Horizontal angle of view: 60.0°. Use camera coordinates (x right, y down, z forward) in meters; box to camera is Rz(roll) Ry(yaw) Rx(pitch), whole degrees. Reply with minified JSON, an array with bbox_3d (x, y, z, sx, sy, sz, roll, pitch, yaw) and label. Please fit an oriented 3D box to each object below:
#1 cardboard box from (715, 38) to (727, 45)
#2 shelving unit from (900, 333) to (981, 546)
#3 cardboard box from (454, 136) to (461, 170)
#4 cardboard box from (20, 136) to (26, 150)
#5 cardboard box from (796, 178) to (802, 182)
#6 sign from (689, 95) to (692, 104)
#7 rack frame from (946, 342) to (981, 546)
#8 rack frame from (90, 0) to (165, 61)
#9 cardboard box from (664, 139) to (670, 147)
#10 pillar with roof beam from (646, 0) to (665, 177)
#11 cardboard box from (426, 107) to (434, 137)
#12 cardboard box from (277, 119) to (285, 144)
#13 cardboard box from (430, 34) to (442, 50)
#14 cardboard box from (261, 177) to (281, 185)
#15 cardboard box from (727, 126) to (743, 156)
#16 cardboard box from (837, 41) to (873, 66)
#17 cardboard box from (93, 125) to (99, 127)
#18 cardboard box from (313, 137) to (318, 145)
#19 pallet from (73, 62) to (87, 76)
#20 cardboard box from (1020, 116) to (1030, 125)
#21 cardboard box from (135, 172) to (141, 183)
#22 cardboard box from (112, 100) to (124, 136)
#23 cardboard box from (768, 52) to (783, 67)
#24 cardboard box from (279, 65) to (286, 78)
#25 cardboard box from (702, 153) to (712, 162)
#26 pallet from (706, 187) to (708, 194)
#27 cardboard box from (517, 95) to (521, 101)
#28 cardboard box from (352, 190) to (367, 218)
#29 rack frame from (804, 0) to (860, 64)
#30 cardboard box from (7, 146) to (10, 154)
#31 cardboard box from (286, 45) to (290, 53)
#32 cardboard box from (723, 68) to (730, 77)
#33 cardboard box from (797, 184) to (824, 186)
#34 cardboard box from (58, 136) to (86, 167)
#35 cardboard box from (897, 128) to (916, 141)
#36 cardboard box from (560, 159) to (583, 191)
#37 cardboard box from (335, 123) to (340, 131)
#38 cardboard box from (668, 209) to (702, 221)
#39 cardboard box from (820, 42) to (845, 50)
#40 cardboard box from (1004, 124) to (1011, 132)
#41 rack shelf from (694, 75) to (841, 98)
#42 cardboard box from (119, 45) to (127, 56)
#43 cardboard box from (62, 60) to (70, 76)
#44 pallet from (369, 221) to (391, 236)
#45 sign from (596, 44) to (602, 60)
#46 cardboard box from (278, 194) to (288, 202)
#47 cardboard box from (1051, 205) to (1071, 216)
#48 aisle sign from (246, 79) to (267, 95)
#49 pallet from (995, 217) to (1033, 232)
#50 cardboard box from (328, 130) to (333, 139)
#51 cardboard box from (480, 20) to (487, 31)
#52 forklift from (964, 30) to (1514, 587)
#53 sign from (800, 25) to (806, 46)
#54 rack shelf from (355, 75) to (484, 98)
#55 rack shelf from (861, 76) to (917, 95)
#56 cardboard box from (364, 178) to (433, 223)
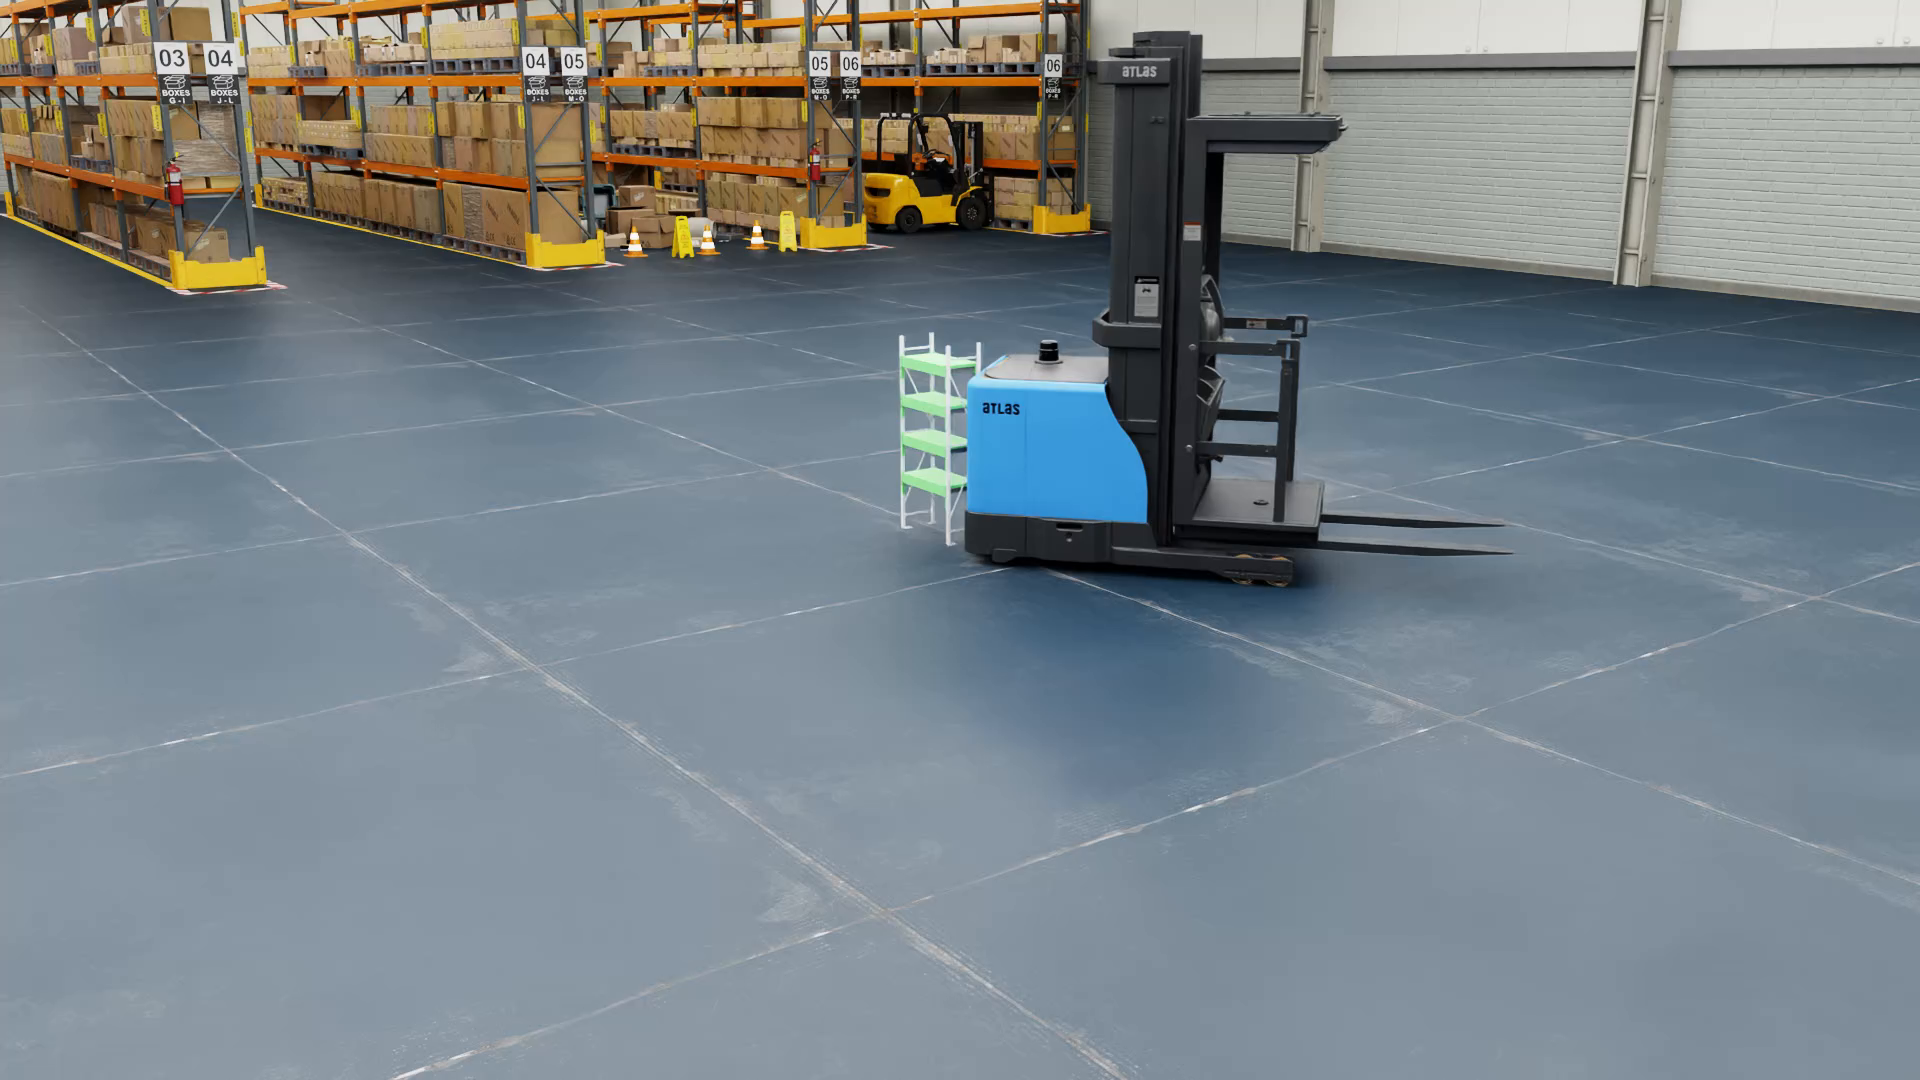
[{"bbox_3d":[-4.786,-9.437,31.734,0.500,0.250,0.500,-11,19,-36],"label":"cardboard box"},{"bbox_3d":[-0.121,-0.616,10.055,0.258,1.200,0.503,-11,19,-34],"label":"shelving unit"},{"bbox_3d":[-7.842,-6.419,27.562,0.875,0.550,0.550,-11,19,-35],"label":"cardboard box"},{"bbox_3d":[-17.964,-7.732,32.365,0.500,0.250,0.500,-10,18,-33],"label":"cardboard box"},{"bbox_3d":[-3.513,-8.115,37.982,0.500,0.500,0.500,-11,19,-35],"label":"cardboard box"},{"bbox_3d":[-7.048,-11.454,43.449,0.100,0.325,0.005,-11,19,-35],"label":"sign"},{"bbox_3d":[0.020,-0.564,9.863,0.240,1.200,0.015,-11,19,-34],"label":"rack frame"},{"bbox_3d":[-12.482,-8.682,24.753,1.000,3.000,0.127,-11,19,-35],"label":"rack frame"},{"bbox_3d":[-5.466,-7.638,31.981,0.380,0.149,0.250,-11,19,-34],"label":"cardboard box"},{"bbox_3d":[-11.847,-13.602,42.726,9.100,9.000,0.400,-11,19,-35],"label":"pillar with roof beam"},{"bbox_3d":[-8.707,-7.173,28.518,0.700,0.500,0.500,-11,19,-35],"label":"cardboard box"},{"bbox_3d":[-14.223,-8.714,35.479,0.500,0.500,0.500,-11,19,-35],"label":"cardboard box"},{"bbox_3d":[-8.349,-8.158,27.254,0.500,0.250,0.500,-11,19,-34],"label":"cardboard box"},{"bbox_3d":[-15.433,-8.049,37.282,0.380,0.149,0.250,-12,19,-37],"label":"cardboard box"},{"bbox_3d":[-3.834,-7.169,29.833,0.500,0.500,0.500,-11,19,-35],"label":"cardboard box"},{"bbox_3d":[-2.198,-10.414,35.585,0.700,0.500,0.500,-11,19,-36],"label":"cardboard box"},{"bbox_3d":[-14.075,-6.681,27.819,0.700,0.500,0.500,-8,17,-26],"label":"cardboard box"},{"bbox_3d":[-12.646,-7.951,33.125,0.380,0.149,0.250,-12,19,-37],"label":"cardboard box"},{"bbox_3d":[-13.371,-7.514,26.523,1.213,0.211,1.003,-11,19,-35],"label":"pallet"},{"bbox_3d":[1.348,-7.840,31.059,0.380,0.149,0.250,-11,19,-34],"label":"cardboard box"},{"bbox_3d":[-11.706,-5.257,24.077,0.380,0.149,0.250,-11,19,-35],"label":"cardboard box"},{"bbox_3d":[-12.128,-6.221,24.476,0.500,0.500,0.500,-11,19,-35],"label":"cardboard box"},{"bbox_3d":[-2.917,-8.168,28.276,0.500,0.250,0.500,-11,19,-35],"label":"cardboard box"},{"bbox_3d":[-13.905,-9.791,34.770,0.500,0.250,0.500,-11,19,-35],"label":"cardboard box"},{"bbox_3d":[-4.540,-7.089,30.770,0.380,0.149,0.250,-11,19,-35],"label":"cardboard box"},{"bbox_3d":[-5.560,-8.608,41.129,1.003,0.211,1.213,-11,19,-35],"label":"pallet"},{"bbox_3d":[-9.814,-10.023,37.703,0.380,0.149,0.250,-11,19,-34],"label":"cardboard box"},{"bbox_3d":[-11.361,-6.488,32.039,0.500,0.500,0.500,-11,19,-35],"label":"cardboard box"},{"bbox_3d":[-2.114,-9.367,27.252,1.000,3.000,0.127,-11,19,-35],"label":"rack frame"},{"bbox_3d":[-19.293,-7.994,34.077,0.380,0.149,0.250,-11,19,-36],"label":"cardboard box"},{"bbox_3d":[-13.683,-10.133,34.315,0.380,0.149,0.250,-10,18,-33],"label":"cardboard box"},{"bbox_3d":[-4.022,-8.388,29.835,0.380,0.149,0.250,-10,18,-33],"label":"cardboard box"},{"bbox_3d":[-2.690,-6.042,29.462,0.500,0.500,0.500,-12,19,-37],"label":"cardboard box"},{"bbox_3d":[-15.324,-6.758,28.897,0.500,0.500,0.500,-10,18,-33],"label":"cardboard box"},{"bbox_3d":[-0.948,-8.332,34.175,0.500,0.250,0.500,-11,19,-36],"label":"cardboard box"},{"bbox_3d":[-8.203,-7.901,36.493,0.875,0.875,0.875,-10,18,-33],"label":"cardboard box"},{"bbox_3d":[-11.721,-7.903,31.823,0.380,0.149,0.250,-10,18,-33],"label":"cardboard box"},{"bbox_3d":[-4.936,-5.683,29.887,0.500,0.500,0.500,1,15,4],"label":"cardboard box"},{"bbox_3d":[-2.158,-8.291,27.969,0.380,0.149,0.250,-11,19,-35],"label":"cardboard box"},{"bbox_3d":[1.055,-7.805,31.494,0.380,0.149,0.250,-11,19,-35],"label":"cardboard box"},{"bbox_3d":[-3.290,-8.000,29.303,1.077,0.370,4.000,-11,19,-35],"label":"rack shelf"},{"bbox_3d":[-11.743,-6.966,23.691,0.380,0.149,0.250,-11,19,-36],"label":"cardboard box"},{"bbox_3d":[-14.462,-7.768,27.377,0.500,0.250,0.500,-10,18,-33],"label":"cardboard box"},{"bbox_3d":[-10.360,-5.866,31.110,1.003,0.211,1.213,-11,19,-35],"label":"pallet"},{"bbox_3d":[-7.271,-9.831,33.502,0.100,0.325,0.005,-11,19,-35],"label":"sign"},{"bbox_3d":[-14.680,-7.492,36.374,0.380,0.149,0.250,-12,19,-37],"label":"cardboard box"},{"bbox_3d":[1.768,-6.256,31.664,0.500,0.250,0.500,-11,19,-34],"label":"cardboard box"},{"bbox_3d":[-15.752,-10.323,37.185,0.394,0.787,0.004,-11,19,-35],"label":"aisle sign"},{"bbox_3d":[1.416,-6.056,31.803,1.003,0.211,1.213,-11,19,-35],"label":"pallet"},{"bbox_3d":[-12.027,-7.871,32.267,0.380,0.149,0.250,-11,19,-35],"label":"cardboard box"},{"bbox_3d":[-7.127,-7.880,25.484,0.380,0.149,0.250,-11,19,-34],"label":"cardboard box"},{"bbox_3d":[1.600,-1.310,9.311,3.031,2.935,1.130,4,16,13],"label":"forklift"},{"bbox_3d":[-2.575,-8.265,27.232,0.100,0.325,0.005,-11,19,-35],"label":"sign"},{"bbox_3d":[-9.586,-8.064,29.538,1.077,0.370,4.000,-11,19,-35],"label":"rack shelf"},{"bbox_3d":[-1.629,-9.625,35.242,1.077,0.370,4.000,-11,19,-35],"label":"rack shelf"},{"bbox_3d":[-10.477,-6.365,31.115,1.050,0.750,0.750,-11,19,-35],"label":"cardboard box"}]
